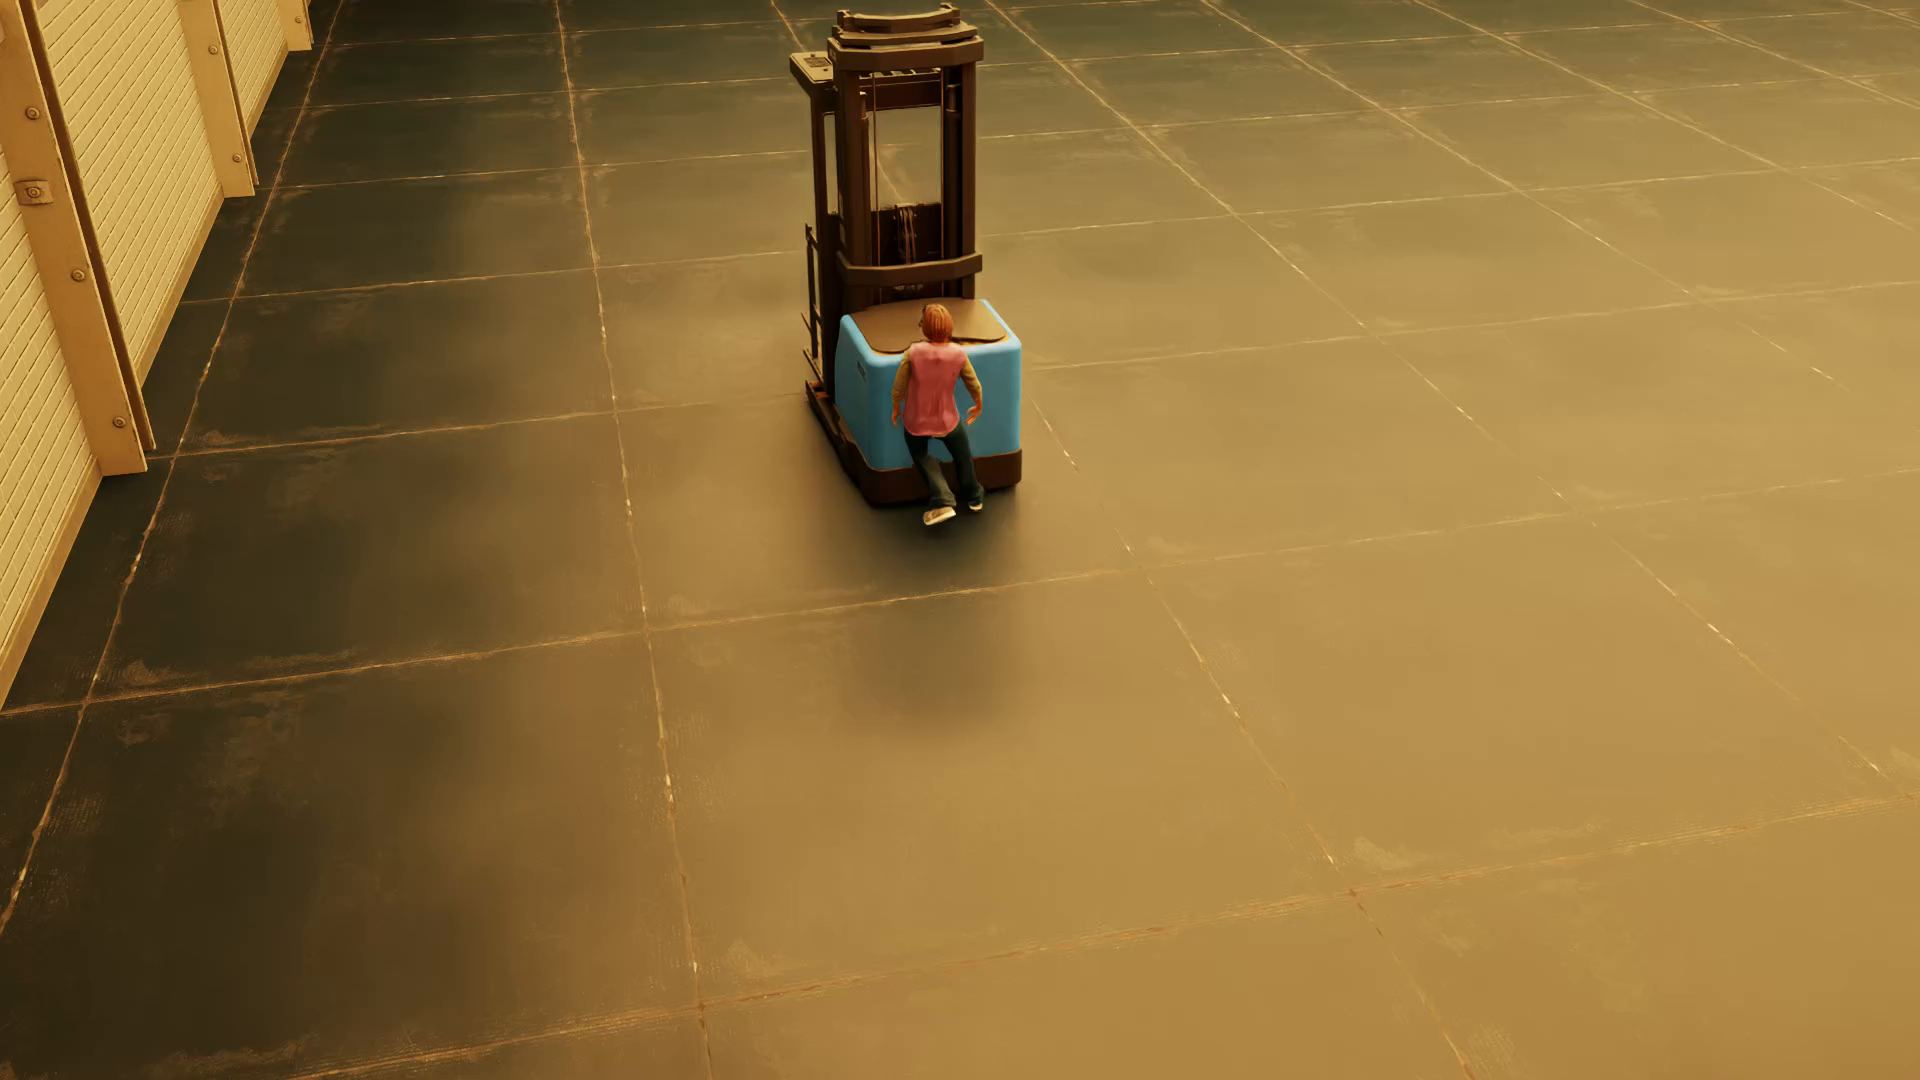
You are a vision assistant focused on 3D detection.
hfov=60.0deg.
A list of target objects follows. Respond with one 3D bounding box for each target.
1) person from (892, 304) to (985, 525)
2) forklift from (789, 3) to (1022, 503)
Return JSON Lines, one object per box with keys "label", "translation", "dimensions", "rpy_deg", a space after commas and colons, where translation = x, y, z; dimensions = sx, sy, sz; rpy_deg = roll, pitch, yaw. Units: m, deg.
{"label": "person", "translation": [-0.131, -0.822, 10.380], "dimensions": [0.593, 1.522, 0.634], "rpy_deg": [-1, 30, -1]}
{"label": "forklift", "translation": [-0.503, -2.231, 11.429], "dimensions": [1.130, 2.935, 3.031], "rpy_deg": [-9, 31, -14]}
